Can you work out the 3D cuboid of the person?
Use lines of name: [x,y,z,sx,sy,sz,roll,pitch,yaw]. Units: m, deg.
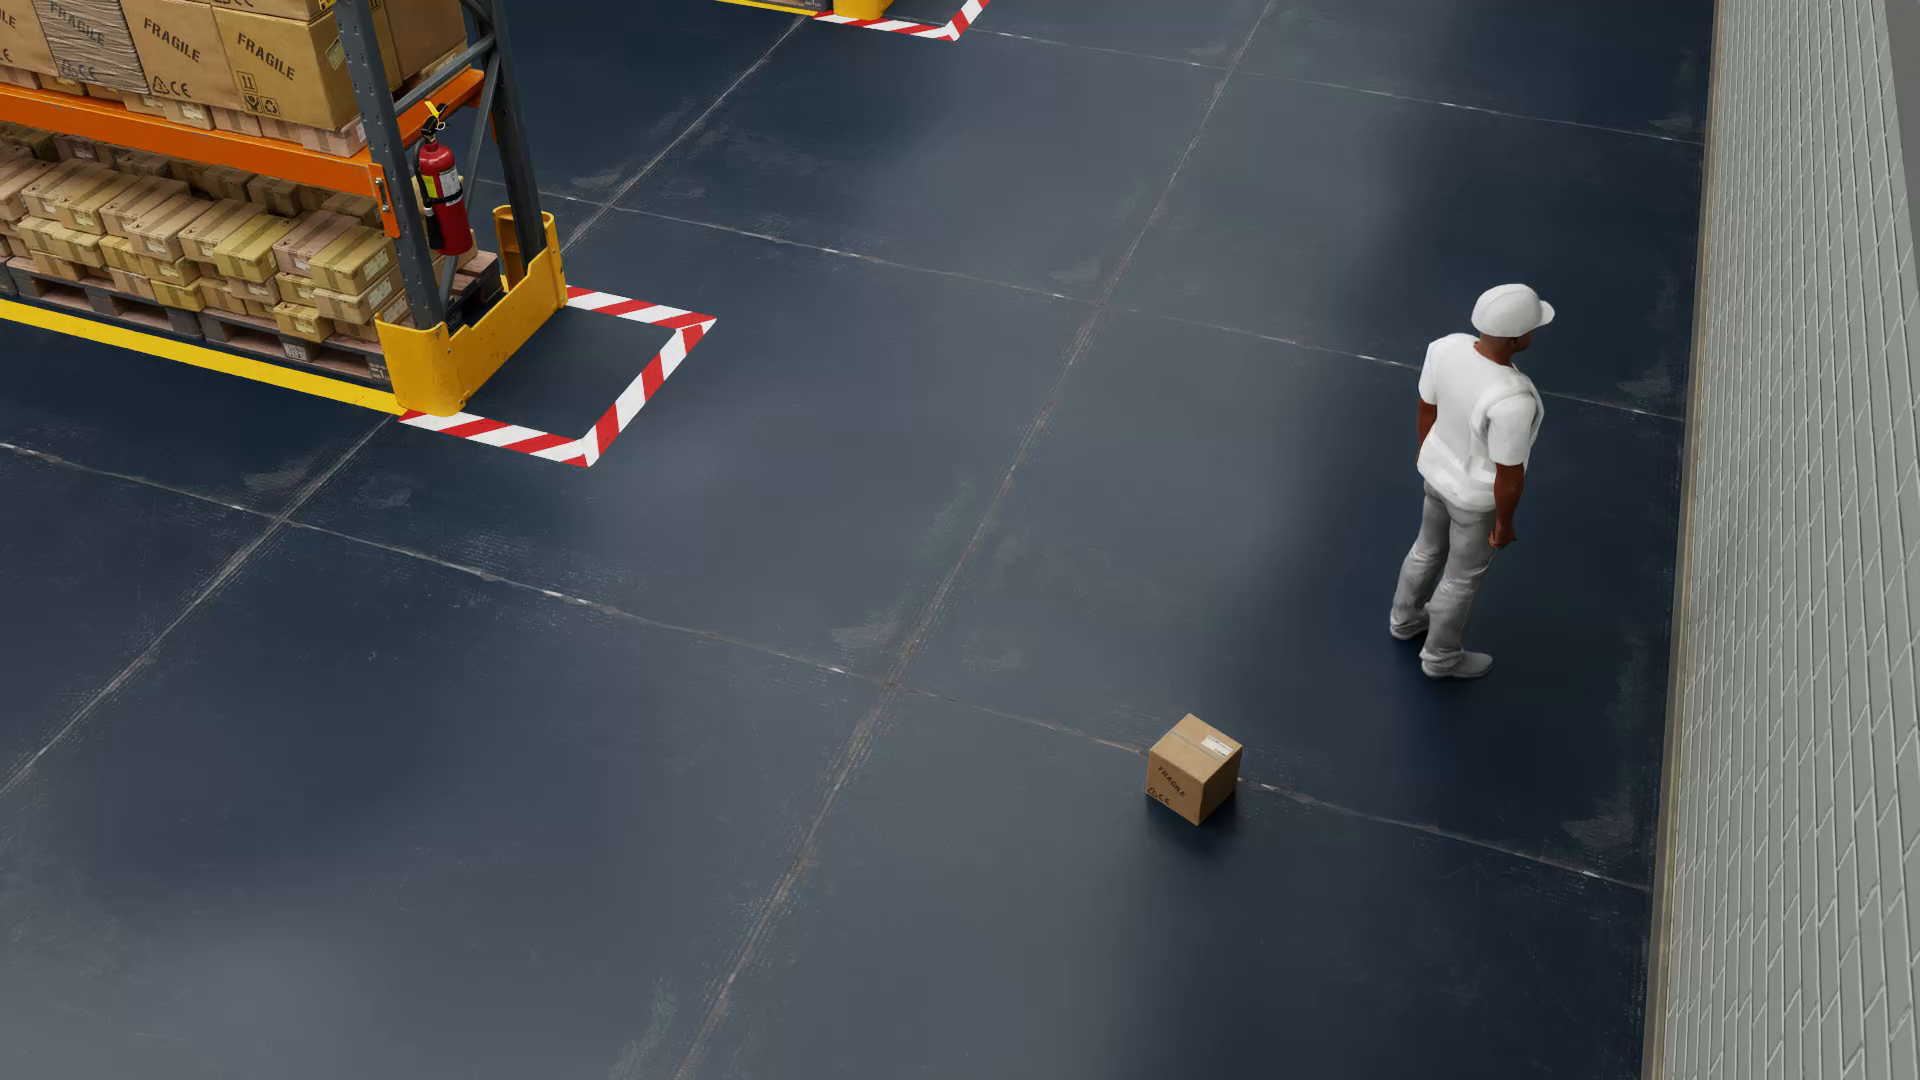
person: [1.967,-0.223,6.400,0.377,1.779,0.568,-16,44,-17]
